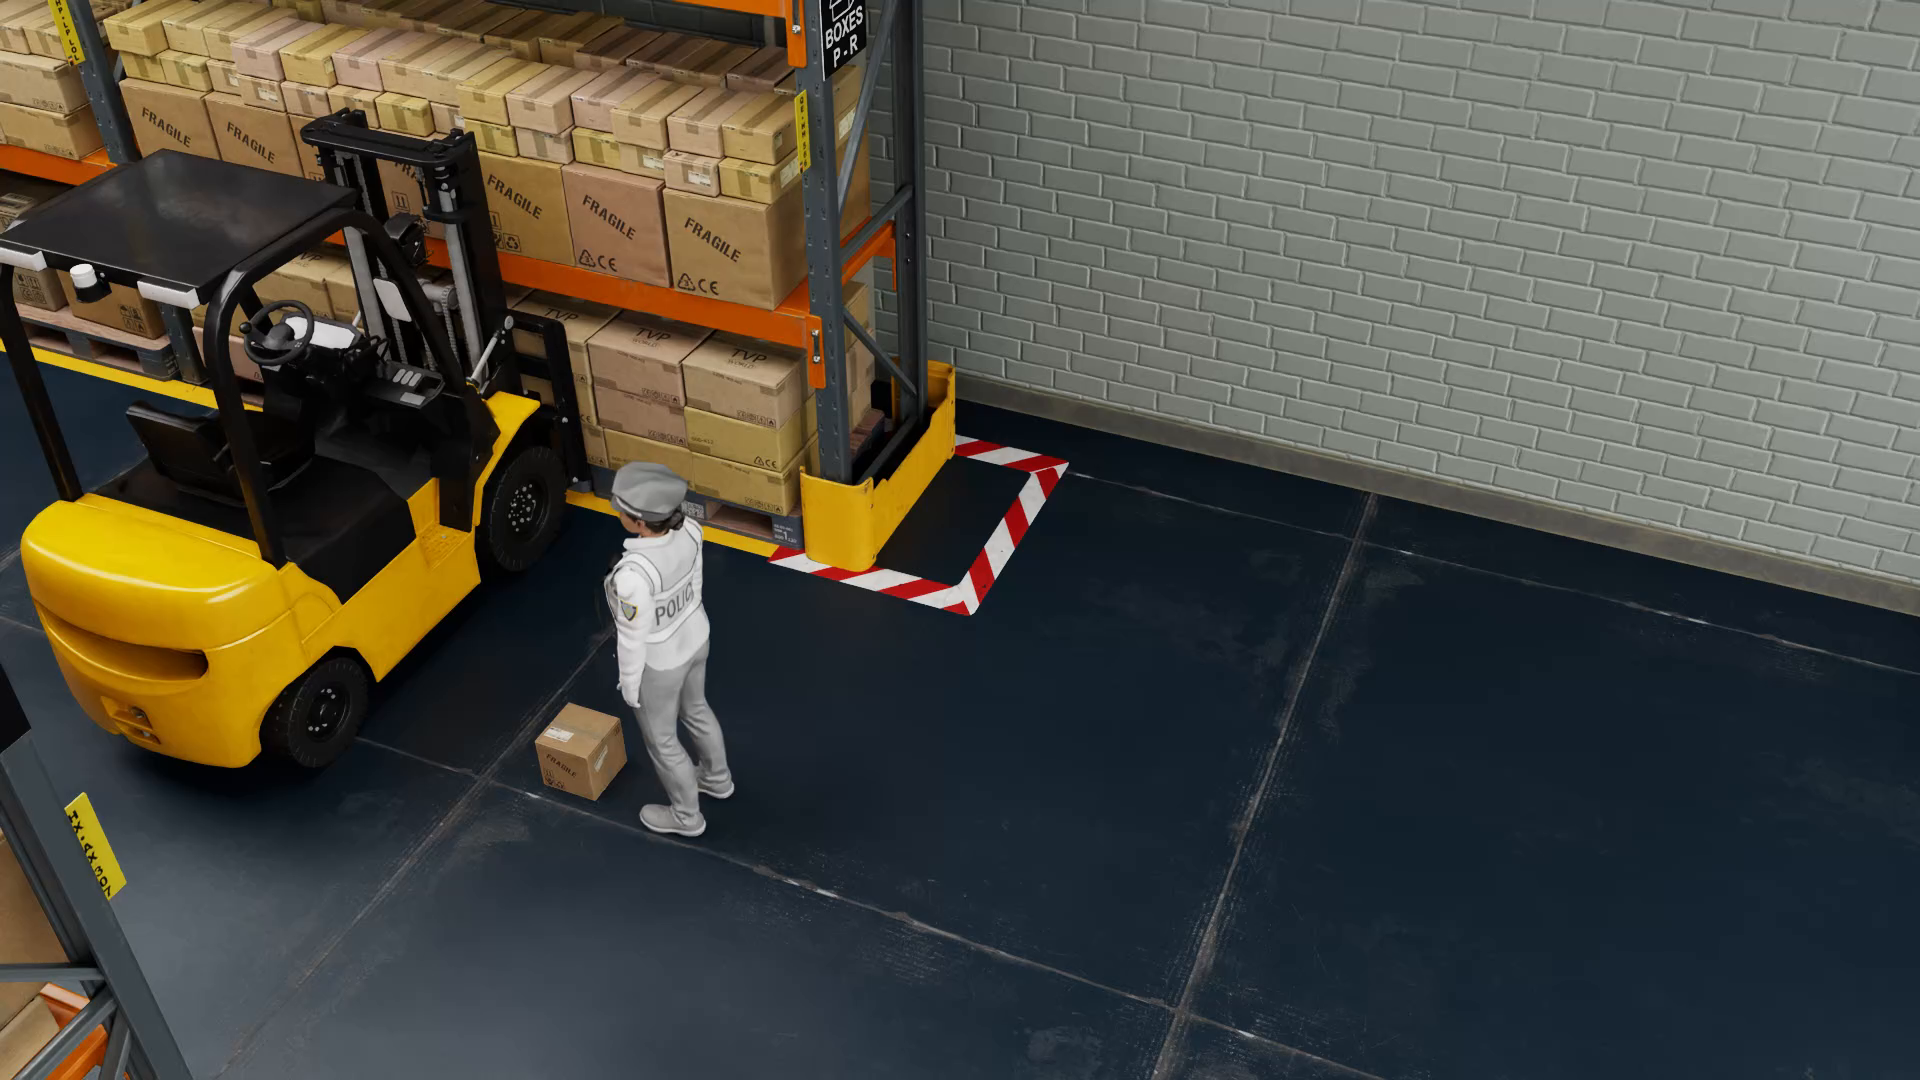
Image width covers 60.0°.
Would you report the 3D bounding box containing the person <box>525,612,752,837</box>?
[{"bbox_3d":[-1.247,0.707,6.537,0.856,0.898,0.489,15,40,18],"label":"person"}]
